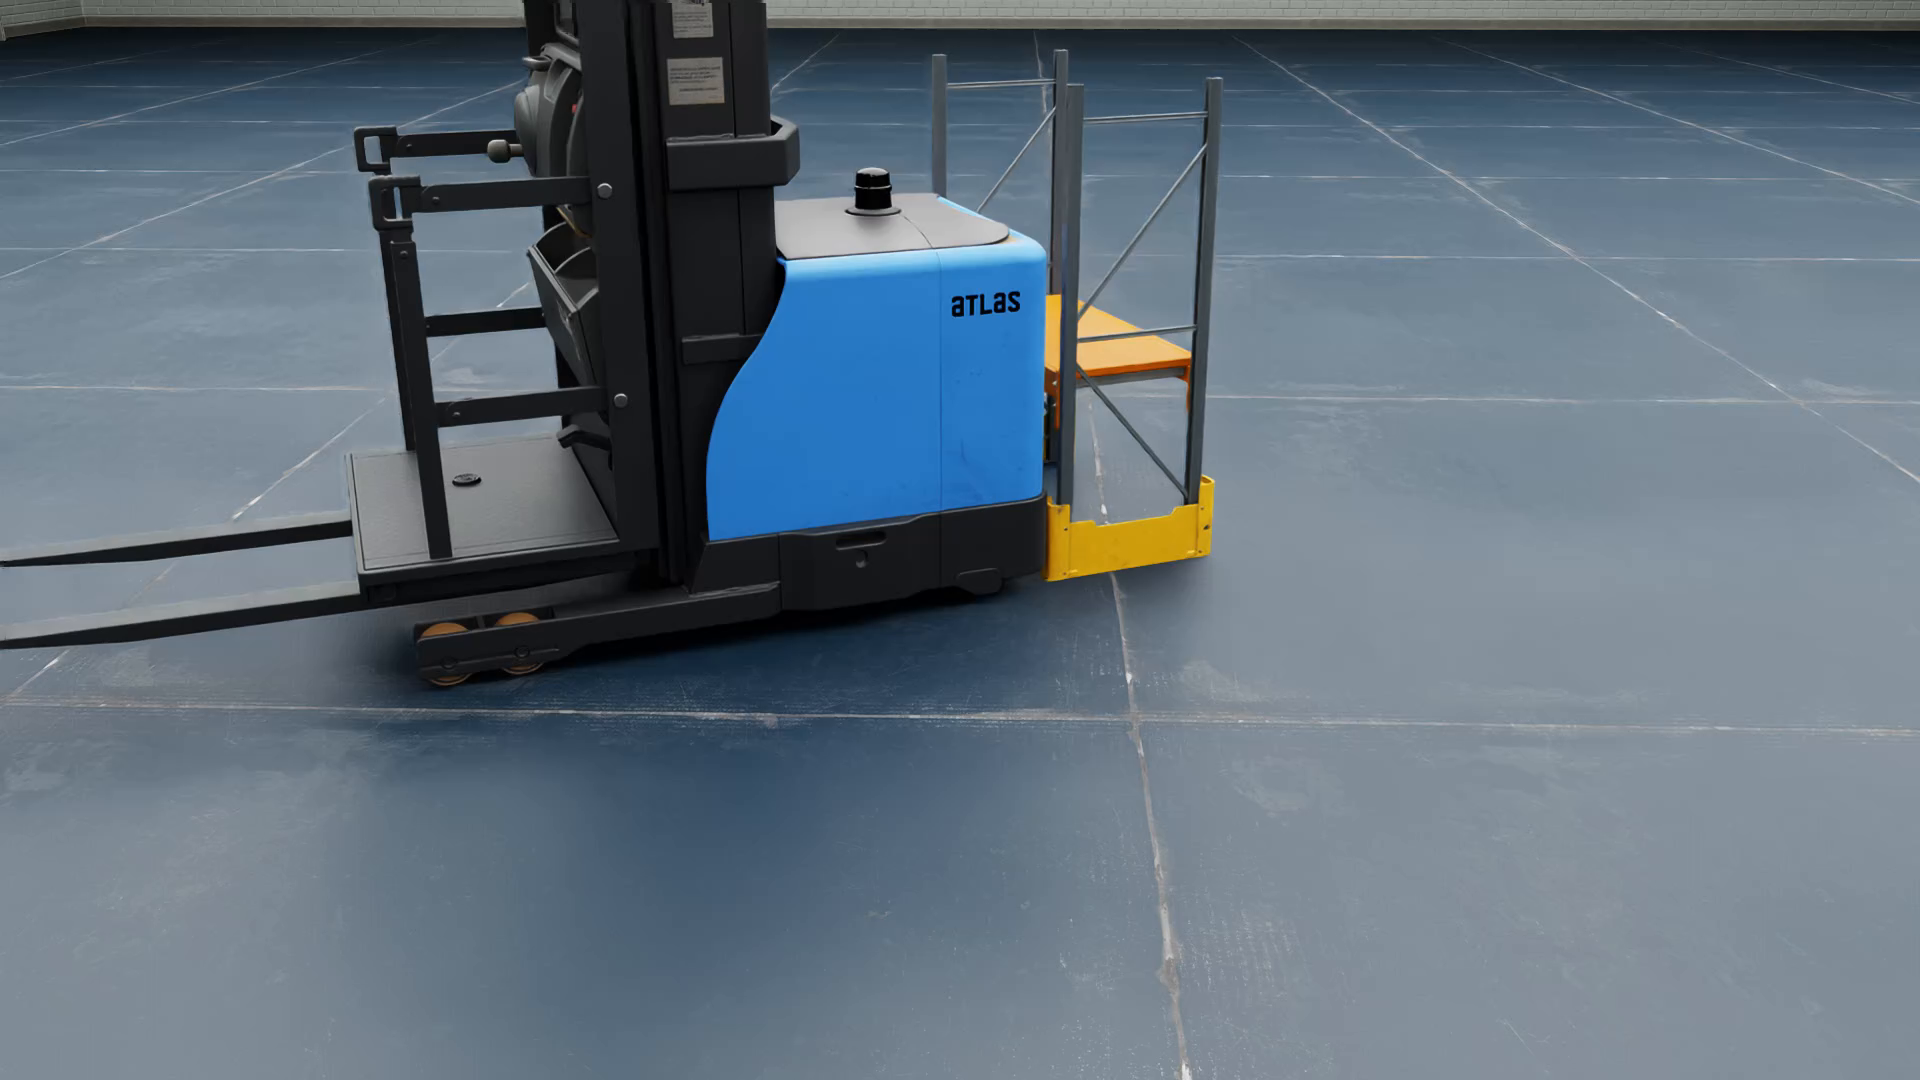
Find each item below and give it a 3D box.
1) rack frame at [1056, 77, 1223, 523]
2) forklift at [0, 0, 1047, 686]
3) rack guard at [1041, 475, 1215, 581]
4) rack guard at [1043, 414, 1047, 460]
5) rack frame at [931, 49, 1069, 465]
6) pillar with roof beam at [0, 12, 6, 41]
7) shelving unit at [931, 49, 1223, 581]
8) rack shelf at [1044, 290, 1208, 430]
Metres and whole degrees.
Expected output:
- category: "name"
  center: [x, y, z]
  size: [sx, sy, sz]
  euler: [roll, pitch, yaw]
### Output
- category: "rack frame"
  center: [0.535, -0.623, 5.062]
  size: [0.500, 1.500, 0.032]
  euler: [-9, 23, -21]
- category: "forklift"
  center: [-1.307, -1.188, 4.538]
  size: [3.031, 2.935, 1.130]
  euler: [-8, 23, -19]
- category: "rack guard"
  center: [0.535, -0.041, 5.289]
  size: [0.587, 0.250, 0.087]
  euler: [-9, 23, -21]
- category: "rack guard"
  center: [0.147, -0.373, 6.144]
  size: [0.587, 0.250, 0.087]
  euler: [-9, 23, -21]
- category: "rack frame"
  center: [0.139, -0.962, 5.935]
  size: [0.500, 1.500, 0.032]
  euler: [-9, 23, -21]
- category: "pillar with roof beam"
  center: [-9.910, -11.442, 22.577]
  size: [9.100, 9.000, 0.400]
  euler: [1, 21, 2]
- category: "shelving unit"
  center: [0.341, -0.790, 5.490]
  size: [0.587, 1.500, 1.083]
  euler: [-9, 23, -21]
- category: "rack shelf"
  center: [0.337, -0.625, 5.563]
  size: [0.538, 0.185, 1.000]
  euler: [-9, 23, -21]
